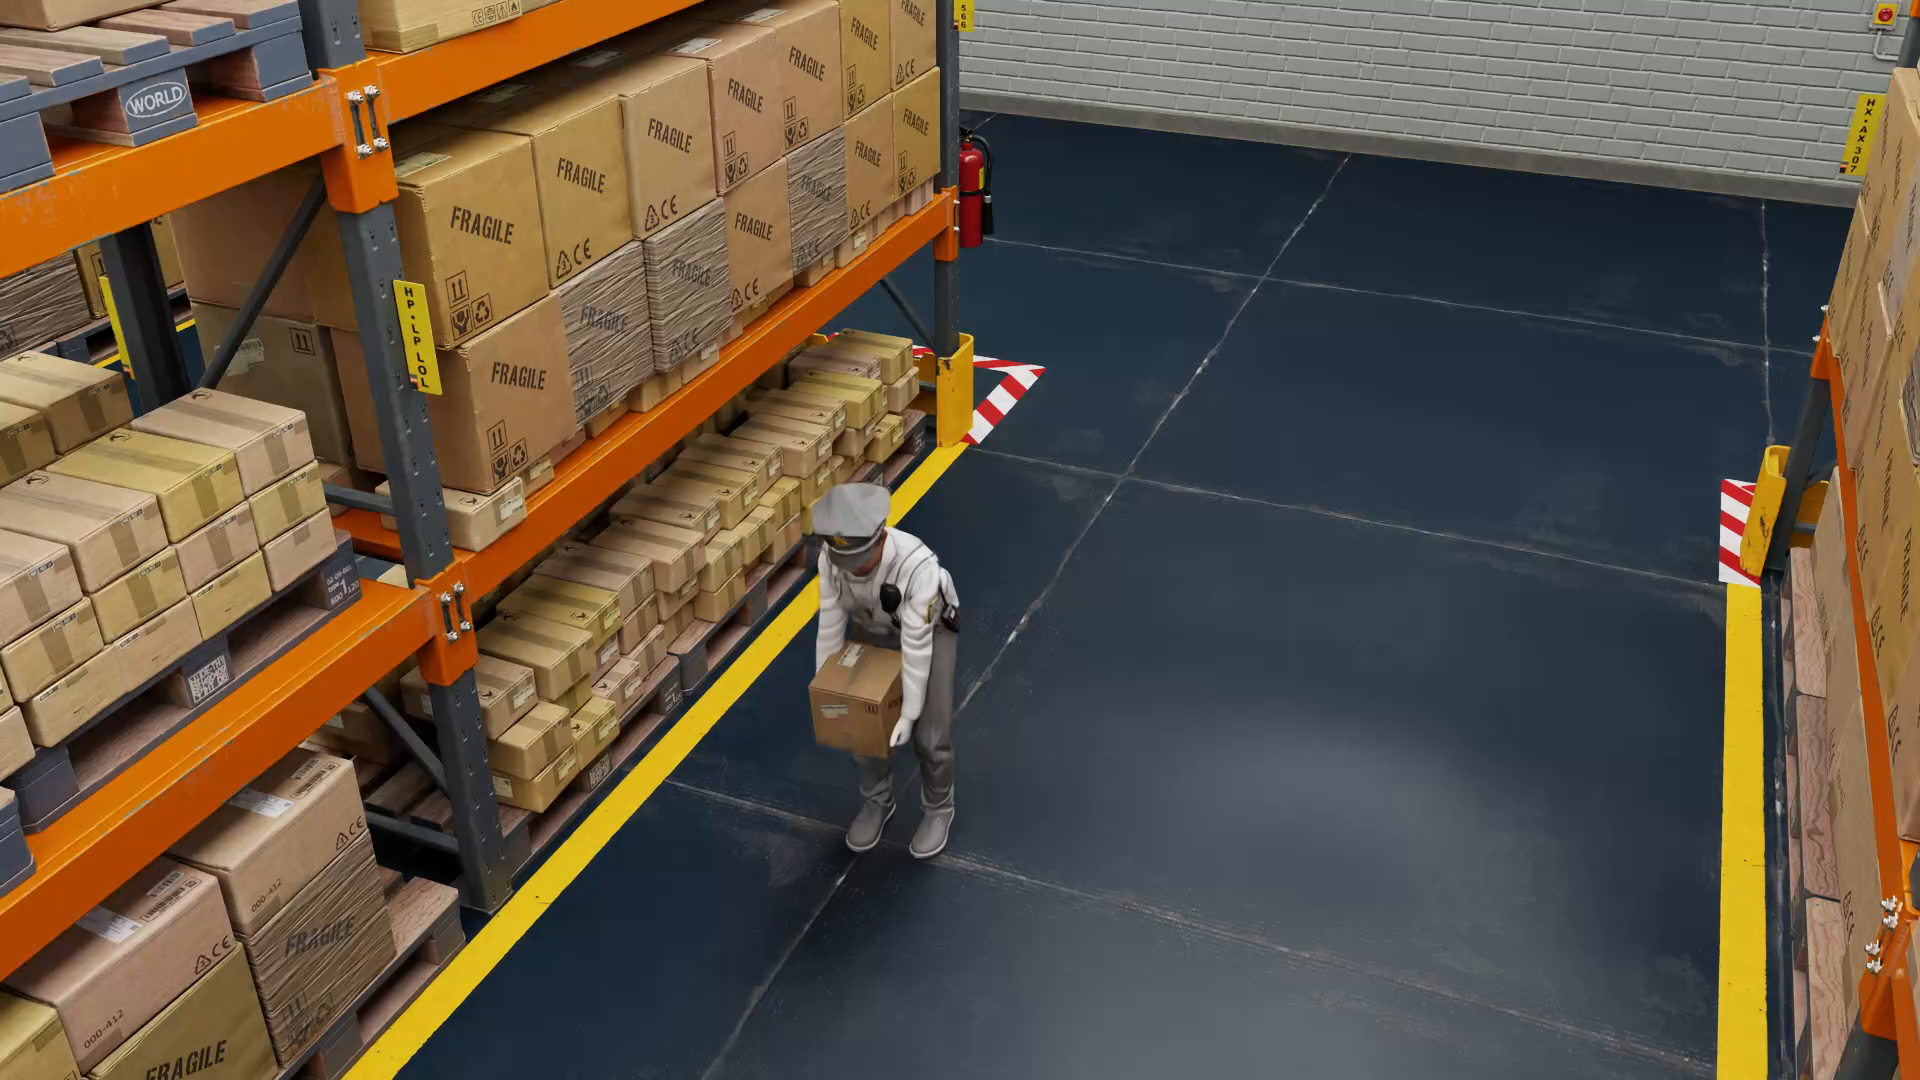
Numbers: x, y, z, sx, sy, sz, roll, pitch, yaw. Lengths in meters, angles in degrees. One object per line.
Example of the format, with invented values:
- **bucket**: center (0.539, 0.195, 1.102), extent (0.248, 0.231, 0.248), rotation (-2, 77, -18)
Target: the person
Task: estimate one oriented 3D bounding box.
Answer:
- **person**: center (-0.243, 0.438, 5.506), extent (0.405, 1.530, 0.693), rotation (11, 32, 18)
